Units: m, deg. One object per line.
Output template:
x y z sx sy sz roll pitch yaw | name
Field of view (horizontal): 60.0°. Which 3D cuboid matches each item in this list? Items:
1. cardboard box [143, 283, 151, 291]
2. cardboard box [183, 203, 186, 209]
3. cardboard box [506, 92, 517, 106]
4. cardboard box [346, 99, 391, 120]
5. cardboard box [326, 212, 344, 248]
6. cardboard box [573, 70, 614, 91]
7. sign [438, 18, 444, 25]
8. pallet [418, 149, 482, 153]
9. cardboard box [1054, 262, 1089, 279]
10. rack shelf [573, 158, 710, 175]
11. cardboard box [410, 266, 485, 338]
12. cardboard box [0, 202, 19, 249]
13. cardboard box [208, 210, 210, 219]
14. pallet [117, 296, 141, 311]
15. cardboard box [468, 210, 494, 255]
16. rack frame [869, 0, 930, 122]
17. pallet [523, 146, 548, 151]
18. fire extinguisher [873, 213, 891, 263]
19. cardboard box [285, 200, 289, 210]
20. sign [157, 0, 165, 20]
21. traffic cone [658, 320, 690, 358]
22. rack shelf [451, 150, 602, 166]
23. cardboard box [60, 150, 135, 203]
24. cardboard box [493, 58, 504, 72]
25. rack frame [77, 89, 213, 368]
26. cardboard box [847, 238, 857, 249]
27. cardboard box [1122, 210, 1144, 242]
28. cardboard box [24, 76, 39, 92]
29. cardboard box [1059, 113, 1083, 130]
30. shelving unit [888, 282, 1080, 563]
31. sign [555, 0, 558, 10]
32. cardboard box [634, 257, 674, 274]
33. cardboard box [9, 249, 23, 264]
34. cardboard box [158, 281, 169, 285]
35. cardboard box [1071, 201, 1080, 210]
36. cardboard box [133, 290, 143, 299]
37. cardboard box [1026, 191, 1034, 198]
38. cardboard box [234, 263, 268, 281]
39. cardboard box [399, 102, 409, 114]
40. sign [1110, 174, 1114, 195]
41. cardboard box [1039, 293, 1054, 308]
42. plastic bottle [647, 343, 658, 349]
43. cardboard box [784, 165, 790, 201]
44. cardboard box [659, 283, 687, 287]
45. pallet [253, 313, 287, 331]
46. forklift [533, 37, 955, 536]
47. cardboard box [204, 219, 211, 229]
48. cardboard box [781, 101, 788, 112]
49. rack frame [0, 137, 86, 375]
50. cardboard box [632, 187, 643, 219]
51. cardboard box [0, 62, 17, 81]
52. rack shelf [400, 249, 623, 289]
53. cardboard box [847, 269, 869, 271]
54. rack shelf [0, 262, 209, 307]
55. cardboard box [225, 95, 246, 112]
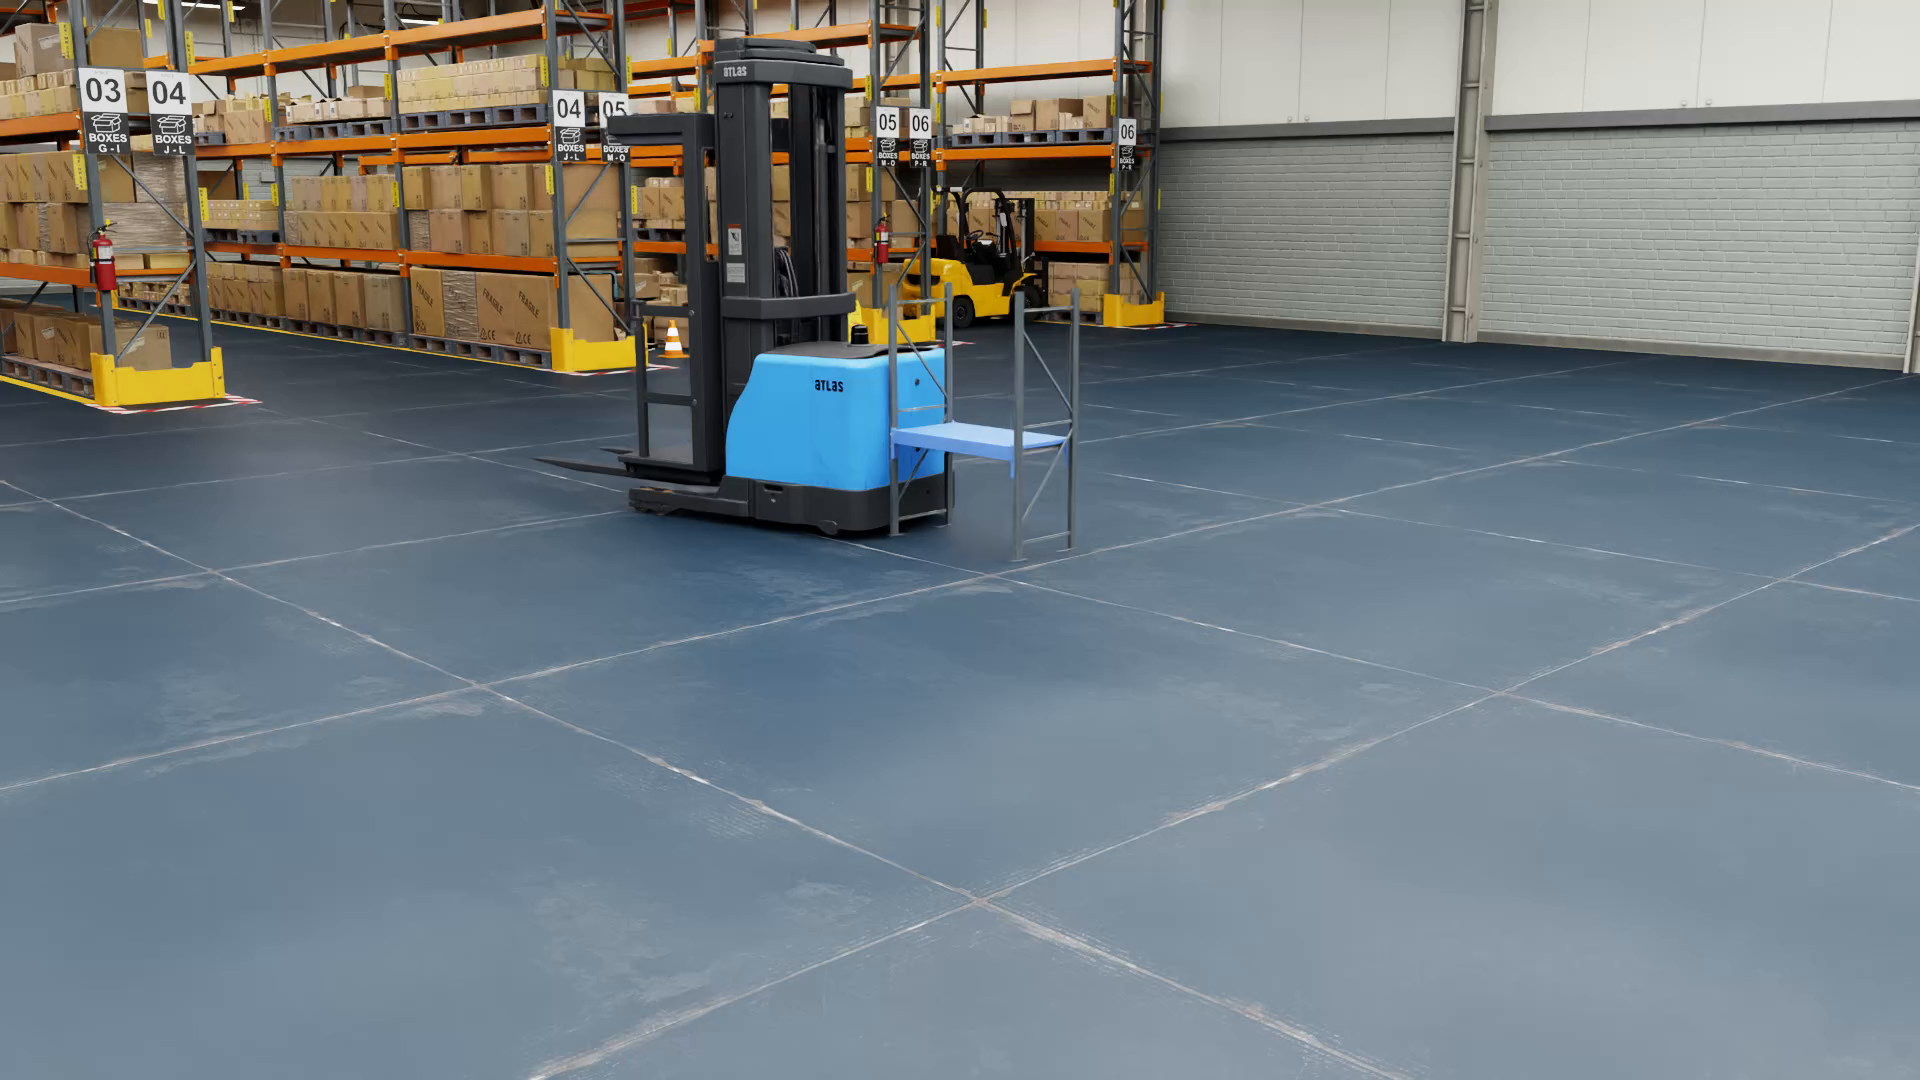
-14.464 -4.568 29.937 0.250 0.149 0.380 11 16 42 | cardboard box
-12.670 -5.543 27.490 0.380 0.149 0.250 -10 15 -40 | cardboard box
-5.149 -5.216 19.694 0.380 0.149 0.250 -11 16 -42 | cardboard box
-8.097 -5.923 22.876 0.500 0.250 0.500 -11 16 -43 | cardboard box
-8.689 -4.432 23.743 0.500 0.500 0.500 -11 16 -43 | cardboard box
-4.470 -5.442 19.802 0.500 0.250 0.500 -11 16 -43 | cardboard box
-9.518 -9.395 30.503 0.100 0.325 0.005 -11 16 -43 | sign
-9.657 -7.542 31.870 1.003 0.211 1.213 -11 16 -43 | pallet
1.875 -4.382 27.044 0.500 0.250 0.500 -11 16 -42 | cardboard box
-6.893 -8.096 36.124 1.077 0.370 4.000 -11 16 -43 | rack shelf
-6.701 -3.187 22.170 0.875 0.875 0.875 -11 16 -42 | cardboard box
-10.156 -3.489 18.428 0.875 0.500 0.500 -11 16 -43 | cardboard box
-11.943 -5.245 26.782 0.380 0.149 0.250 -10 15 -40 | cardboard box
-14.784 -4.374 30.619 1.003 0.211 1.213 -11 16 -43 | pallet
-5.699 -3.909 21.078 0.875 0.550 0.500 -11 16 -43 | cardboard box
-0.812 -7.182 22.471 1.000 3.000 0.127 -11 16 -43 | rack frame
-6.820 -6.875 28.880 1.213 0.211 1.003 -10 15 -40 | pallet
-1.066 -4.125 22.692 0.296 0.674 0.183 -11 16 -43 | fire extinguisher
-10.380 -5.251 26.070 0.380 0.149 0.250 -11 16 -43 | cardboard box
-13.015 -8.652 27.096 0.100 0.325 0.005 -11 16 -43 | sign
-3.662 -2.572 21.249 0.336 0.463 0.334 -11 16 -43 | traffic cone
-7.718 -6.820 29.930 1.077 0.370 4.000 -11 16 -43 | rack shelf
-8.538 -3.593 16.455 0.500 0.500 0.500 -11 16 -43 | cardboard box
-5.329 -5.644 19.797 0.380 0.149 0.250 -11 16 -42 | cardboard box
-7.980 -2.863 16.374 1.000 3.000 0.127 -11 16 -43 | rack frame
-1.480 -4.167 23.327 0.380 0.149 0.250 -11 16 -43 | cardboard box
2.634 -5.096 26.965 0.500 0.500 0.500 -10 15 -41 | cardboard box
-9.290 -4.642 16.958 0.250 0.149 0.380 11 16 42 | cardboard box
1.808 -6.710 26.656 0.396 0.266 0.258 -11 16 -42 | cardboard box
0.125 -0.716 9.668 0.538 1.500 1.048 -11 16 -44 | shelving unit
-6.736 -8.807 27.650 0.100 0.325 0.005 -11 16 -43 | sign
-6.641 -5.868 36.116 0.500 0.500 0.700 11 16 43 | cardboard box
-10.133 -3.102 18.157 0.380 0.149 0.250 -11 16 -43 | cardboard box
-13.802 -4.550 29.110 0.250 0.149 0.380 11 16 42 | cardboard box
2.000 -5.394 26.803 0.380 0.149 0.250 -11 16 -42 | cardboard box
-14.728 -4.448 30.092 0.380 0.149 0.250 -11 16 -42 | cardboard box
1.312 -5.694 27.525 0.380 0.149 0.250 -11 16 -42 | cardboard box
-11.205 -4.267 26.486 0.500 0.250 0.500 -10 16 -41 | cardboard box
-7.079 -5.623 21.673 0.380 0.149 0.250 -11 16 -43 | cardboard box
2.373 -5.546 25.939 0.100 0.325 0.005 -11 16 -43 | sign
1.547 -3.968 27.510 0.500 0.250 0.500 -11 16 -42 | cardboard box
-4.243 -2.627 22.512 0.283 0.061 0.133 6 13 26 | plastic bottle
-2.094 -5.107 23.805 0.700 0.500 0.500 -11 16 -43 | cardboard box
-4.919 -4.028 27.501 0.950 0.372 0.625 -10 15 -41 | cardboard box
-10.386 -3.455 26.160 1.003 0.211 1.213 -11 16 -43 | pallet
-1.536 -1.669 10.749 3.031 2.935 1.130 8 14 34 | forklift
-11.956 -5.101 26.819 0.250 0.149 0.380 11 16 43 | cardboard box
-2.343 -6.208 23.822 0.380 0.149 0.250 -10 16 -41 | cardboard box
-10.742 -3.447 19.207 1.000 3.000 0.127 -11 16 -43 | rack frame
-5.117 -5.488 27.090 0.500 0.500 0.500 11 16 43 | cardboard box
-10.995 -5.254 19.252 0.637 0.503 0.797 11 16 42 | cardboard box
-5.704 -3.479 21.146 1.077 0.370 4.000 -11 16 -43 | rack shelf
-1.550 -3.705 24.378 0.500 0.500 0.500 11 16 43 | cardboard box
-9.361 -2.802 17.863 1.077 0.370 4.000 -11 16 -43 | rack shelf
-11.218 -6.808 25.942 0.396 0.266 0.258 -11 16 -43 | cardboard box
